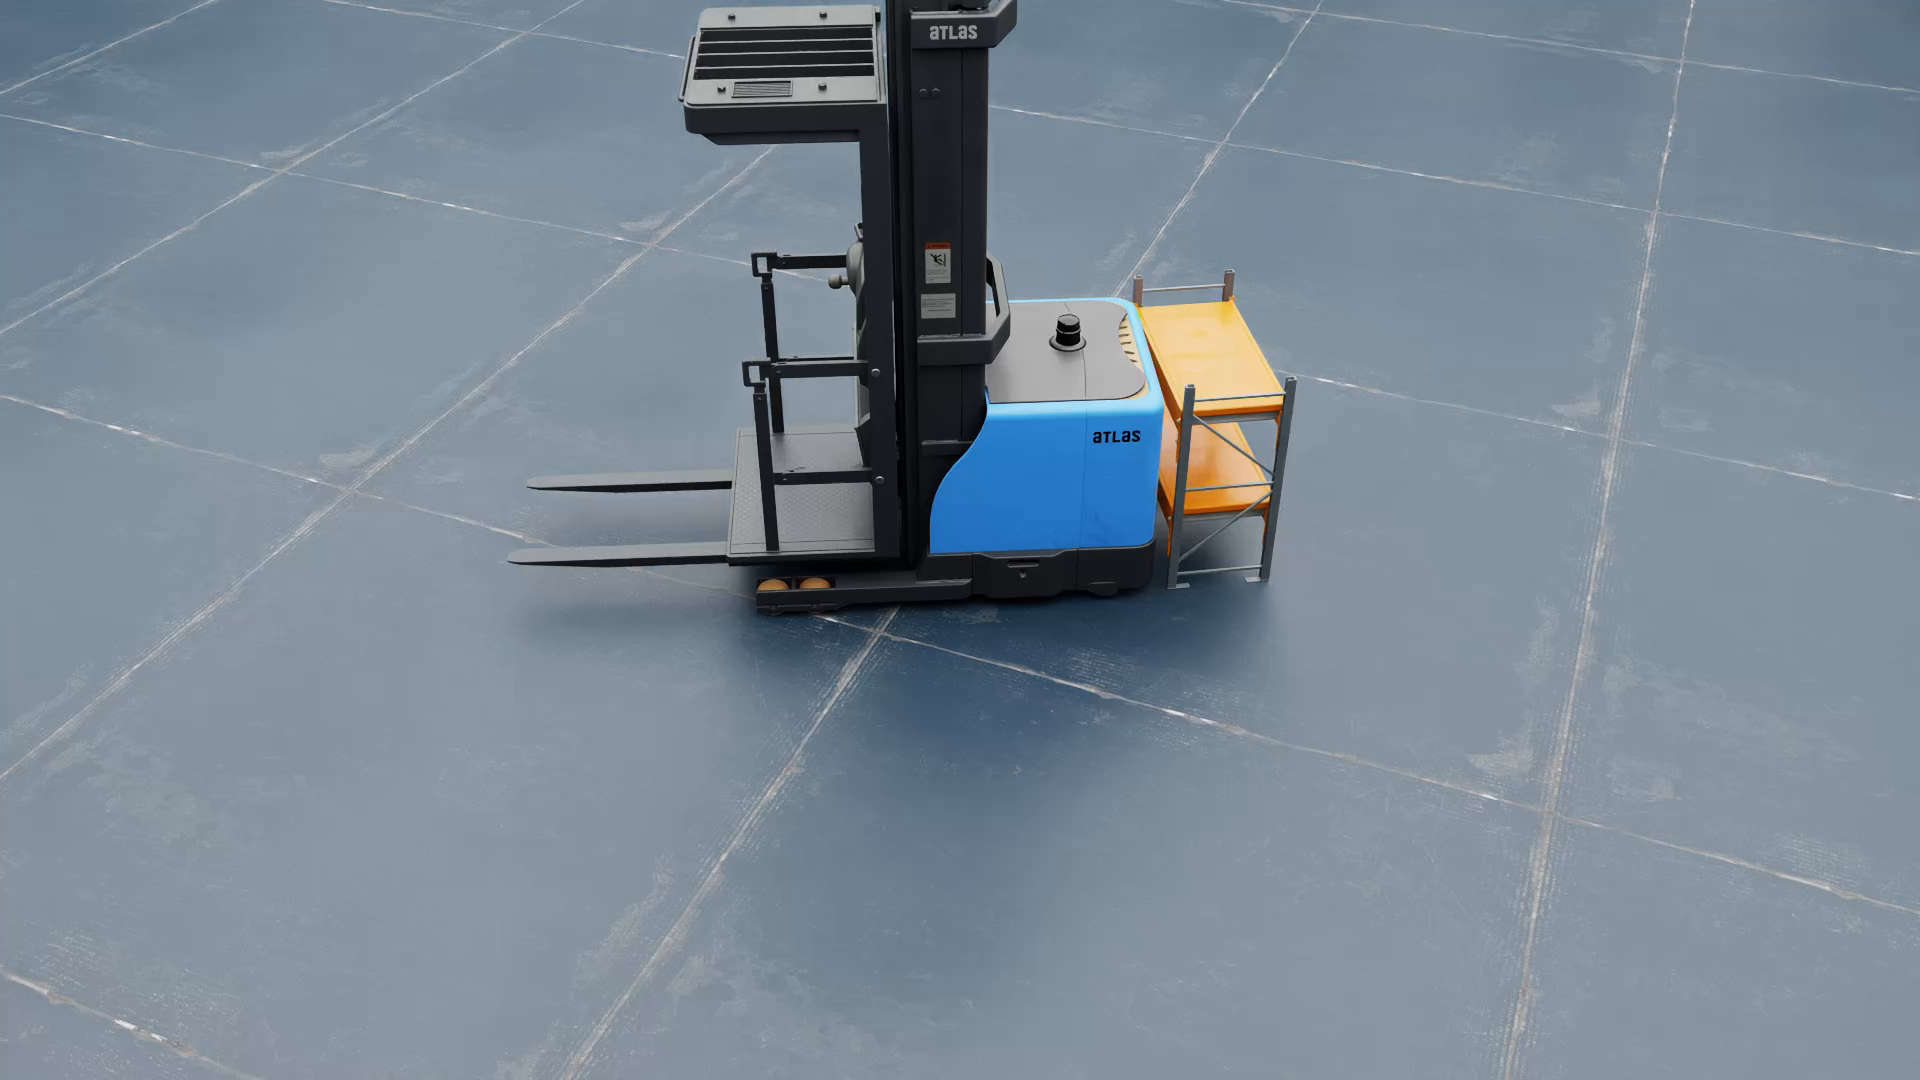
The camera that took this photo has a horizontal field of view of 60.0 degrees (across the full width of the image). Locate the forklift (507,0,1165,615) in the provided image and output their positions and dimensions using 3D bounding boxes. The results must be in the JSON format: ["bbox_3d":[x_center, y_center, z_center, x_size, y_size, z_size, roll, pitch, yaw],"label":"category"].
[{"bbox_3d":[-0.621,-1.151,7.342,3.031,2.935,1.130,-2,37,-3],"label":"forklift"}]

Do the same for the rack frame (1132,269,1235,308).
[{"bbox_3d":[1.094,-0.846,8.442,0.500,1.125,0.032,-5,37,-6],"label":"rack frame"}]

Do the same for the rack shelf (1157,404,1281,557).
[{"bbox_3d":[1.164,-0.348,8.185,0.538,0.278,1.000,-5,37,-6],"label":"rack shelf"}]

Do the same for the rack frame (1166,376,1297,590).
[{"bbox_3d":[1.234,-0.243,7.635,0.500,1.125,0.032,-5,37,-6],"label":"rack frame"}]

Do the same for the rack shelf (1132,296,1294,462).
[{"bbox_3d":[1.164,-0.779,7.863,0.538,0.278,1.000,-5,37,-6],"label":"rack shelf"}]

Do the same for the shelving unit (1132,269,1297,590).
[{"bbox_3d":[1.164,-0.544,8.039,0.538,1.125,1.048,-5,37,-6],"label":"shelving unit"}]
